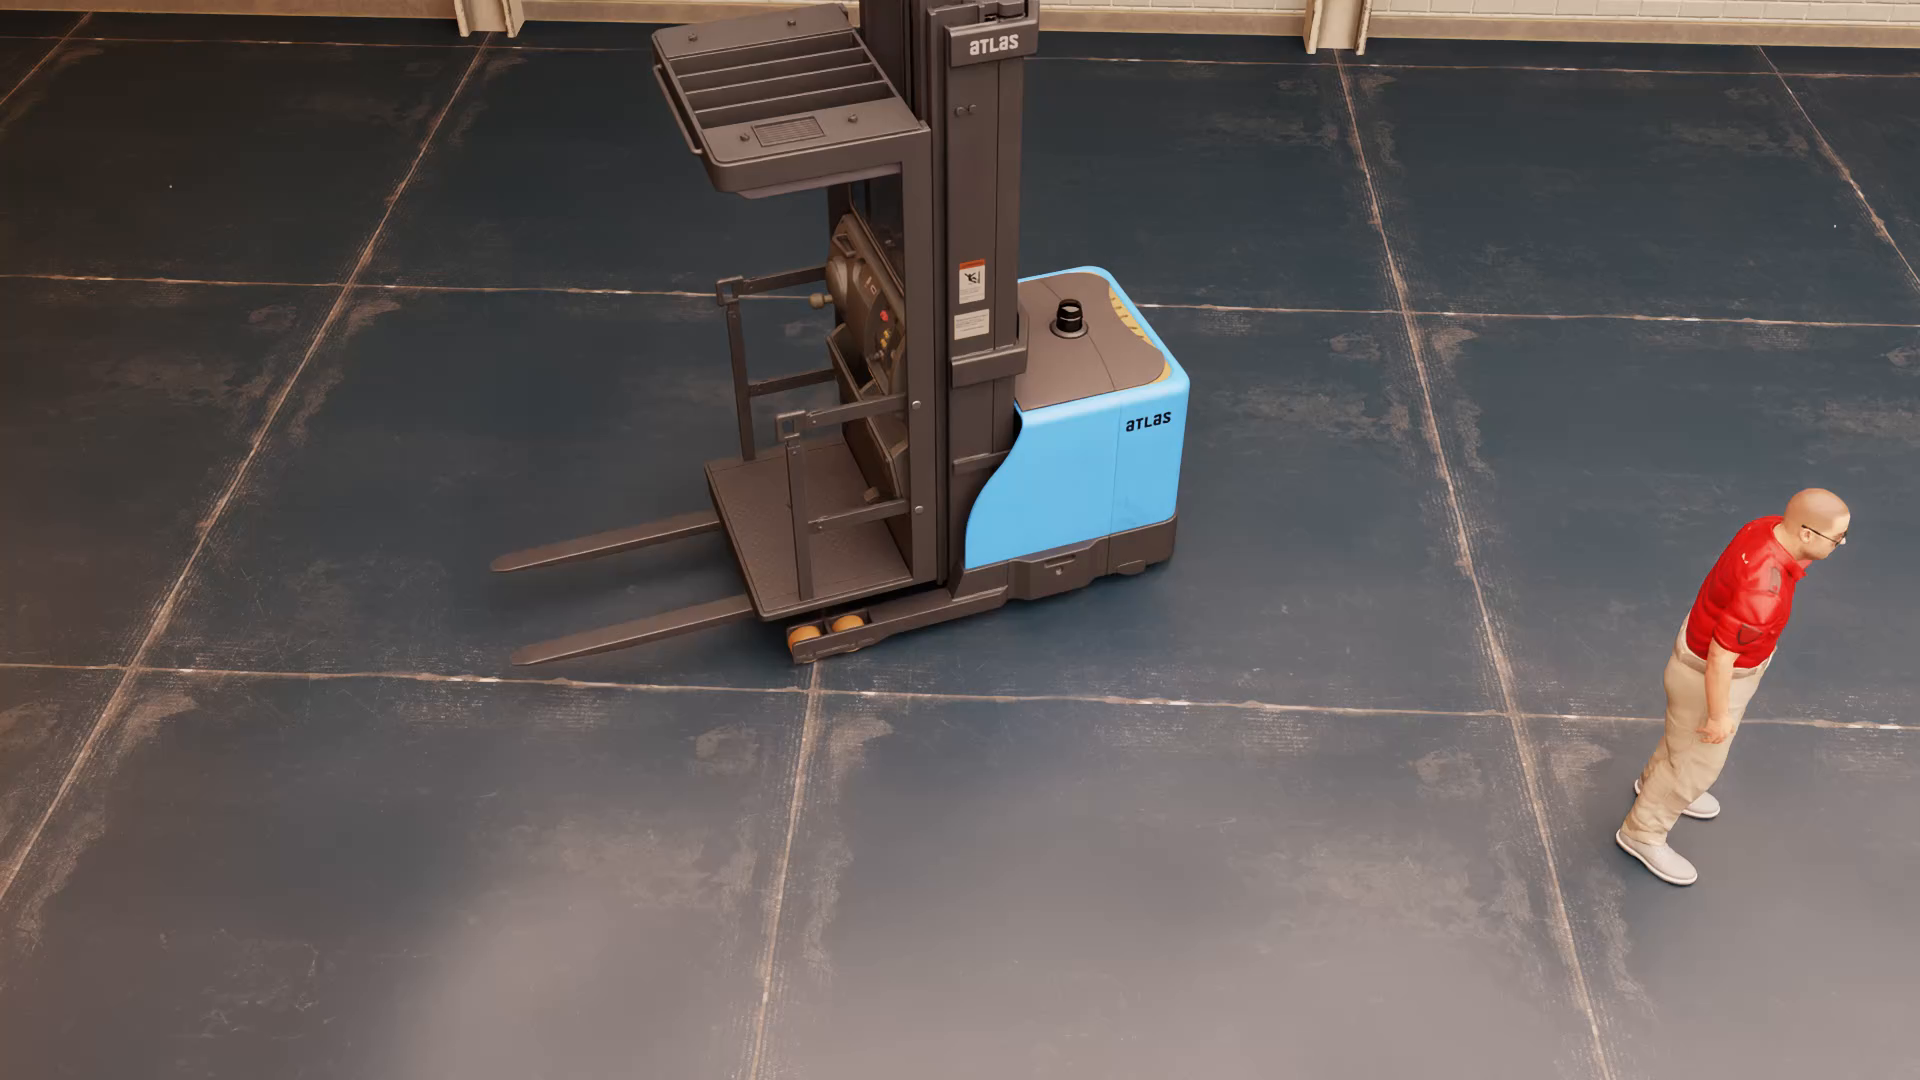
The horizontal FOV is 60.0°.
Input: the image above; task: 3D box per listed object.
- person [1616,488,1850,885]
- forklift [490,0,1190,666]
[{"bbox_3d":[2.811,0.487,6.101,0.399,1.726,0.600,21,46,21],"label":"person"},{"bbox_3d":[-0.573,-0.945,6.778,3.031,2.935,1.130,-13,44,-14],"label":"forklift"}]
